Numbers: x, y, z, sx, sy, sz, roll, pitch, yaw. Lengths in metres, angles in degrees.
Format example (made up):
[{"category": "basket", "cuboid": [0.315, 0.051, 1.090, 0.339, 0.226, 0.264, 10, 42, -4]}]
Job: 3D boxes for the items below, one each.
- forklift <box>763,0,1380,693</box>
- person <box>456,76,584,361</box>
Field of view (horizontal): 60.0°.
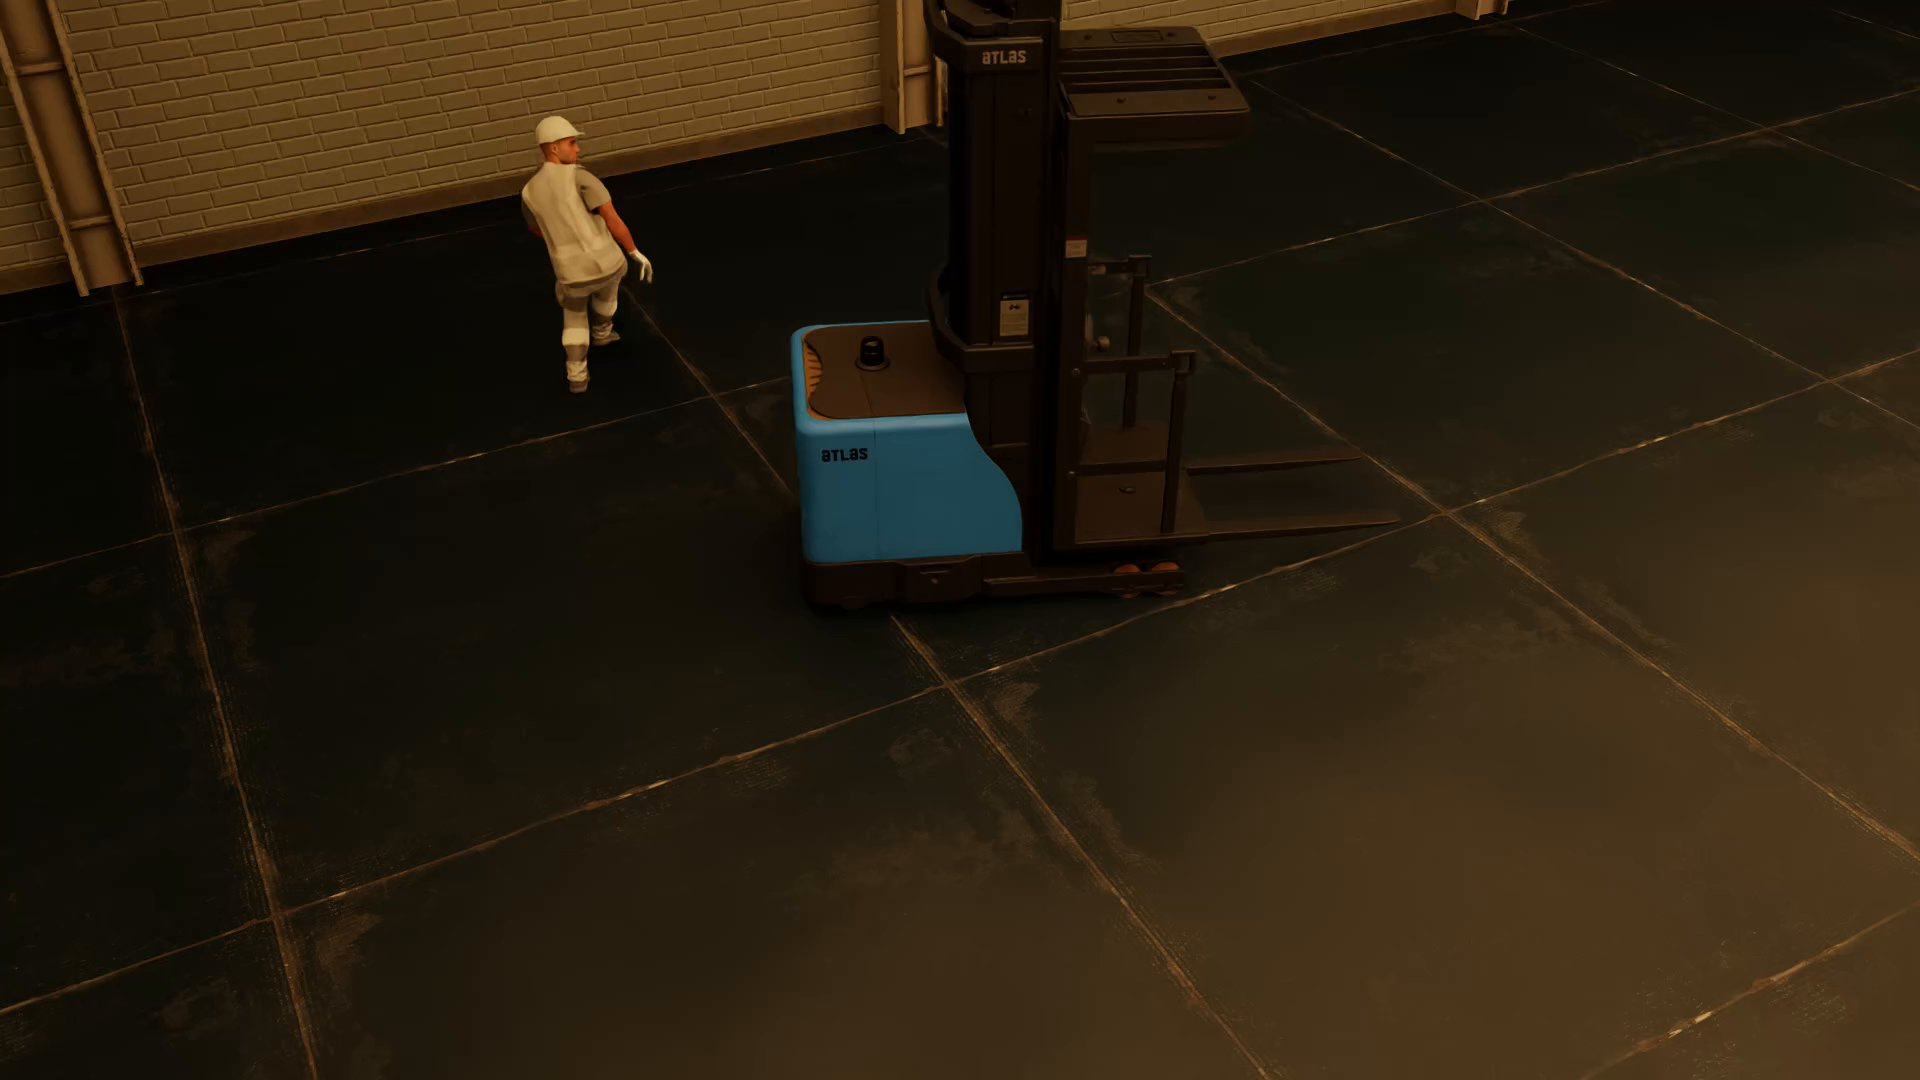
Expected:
[{"category": "forklift", "cuboid": [0.527, -0.992, 7.526, 3.031, 2.935, 1.130, 21, 40, 27]}, {"category": "person", "cuboid": [-2.602, -1.894, 9.872, 0.771, 1.727, 0.549, 14, 38, 19]}]
